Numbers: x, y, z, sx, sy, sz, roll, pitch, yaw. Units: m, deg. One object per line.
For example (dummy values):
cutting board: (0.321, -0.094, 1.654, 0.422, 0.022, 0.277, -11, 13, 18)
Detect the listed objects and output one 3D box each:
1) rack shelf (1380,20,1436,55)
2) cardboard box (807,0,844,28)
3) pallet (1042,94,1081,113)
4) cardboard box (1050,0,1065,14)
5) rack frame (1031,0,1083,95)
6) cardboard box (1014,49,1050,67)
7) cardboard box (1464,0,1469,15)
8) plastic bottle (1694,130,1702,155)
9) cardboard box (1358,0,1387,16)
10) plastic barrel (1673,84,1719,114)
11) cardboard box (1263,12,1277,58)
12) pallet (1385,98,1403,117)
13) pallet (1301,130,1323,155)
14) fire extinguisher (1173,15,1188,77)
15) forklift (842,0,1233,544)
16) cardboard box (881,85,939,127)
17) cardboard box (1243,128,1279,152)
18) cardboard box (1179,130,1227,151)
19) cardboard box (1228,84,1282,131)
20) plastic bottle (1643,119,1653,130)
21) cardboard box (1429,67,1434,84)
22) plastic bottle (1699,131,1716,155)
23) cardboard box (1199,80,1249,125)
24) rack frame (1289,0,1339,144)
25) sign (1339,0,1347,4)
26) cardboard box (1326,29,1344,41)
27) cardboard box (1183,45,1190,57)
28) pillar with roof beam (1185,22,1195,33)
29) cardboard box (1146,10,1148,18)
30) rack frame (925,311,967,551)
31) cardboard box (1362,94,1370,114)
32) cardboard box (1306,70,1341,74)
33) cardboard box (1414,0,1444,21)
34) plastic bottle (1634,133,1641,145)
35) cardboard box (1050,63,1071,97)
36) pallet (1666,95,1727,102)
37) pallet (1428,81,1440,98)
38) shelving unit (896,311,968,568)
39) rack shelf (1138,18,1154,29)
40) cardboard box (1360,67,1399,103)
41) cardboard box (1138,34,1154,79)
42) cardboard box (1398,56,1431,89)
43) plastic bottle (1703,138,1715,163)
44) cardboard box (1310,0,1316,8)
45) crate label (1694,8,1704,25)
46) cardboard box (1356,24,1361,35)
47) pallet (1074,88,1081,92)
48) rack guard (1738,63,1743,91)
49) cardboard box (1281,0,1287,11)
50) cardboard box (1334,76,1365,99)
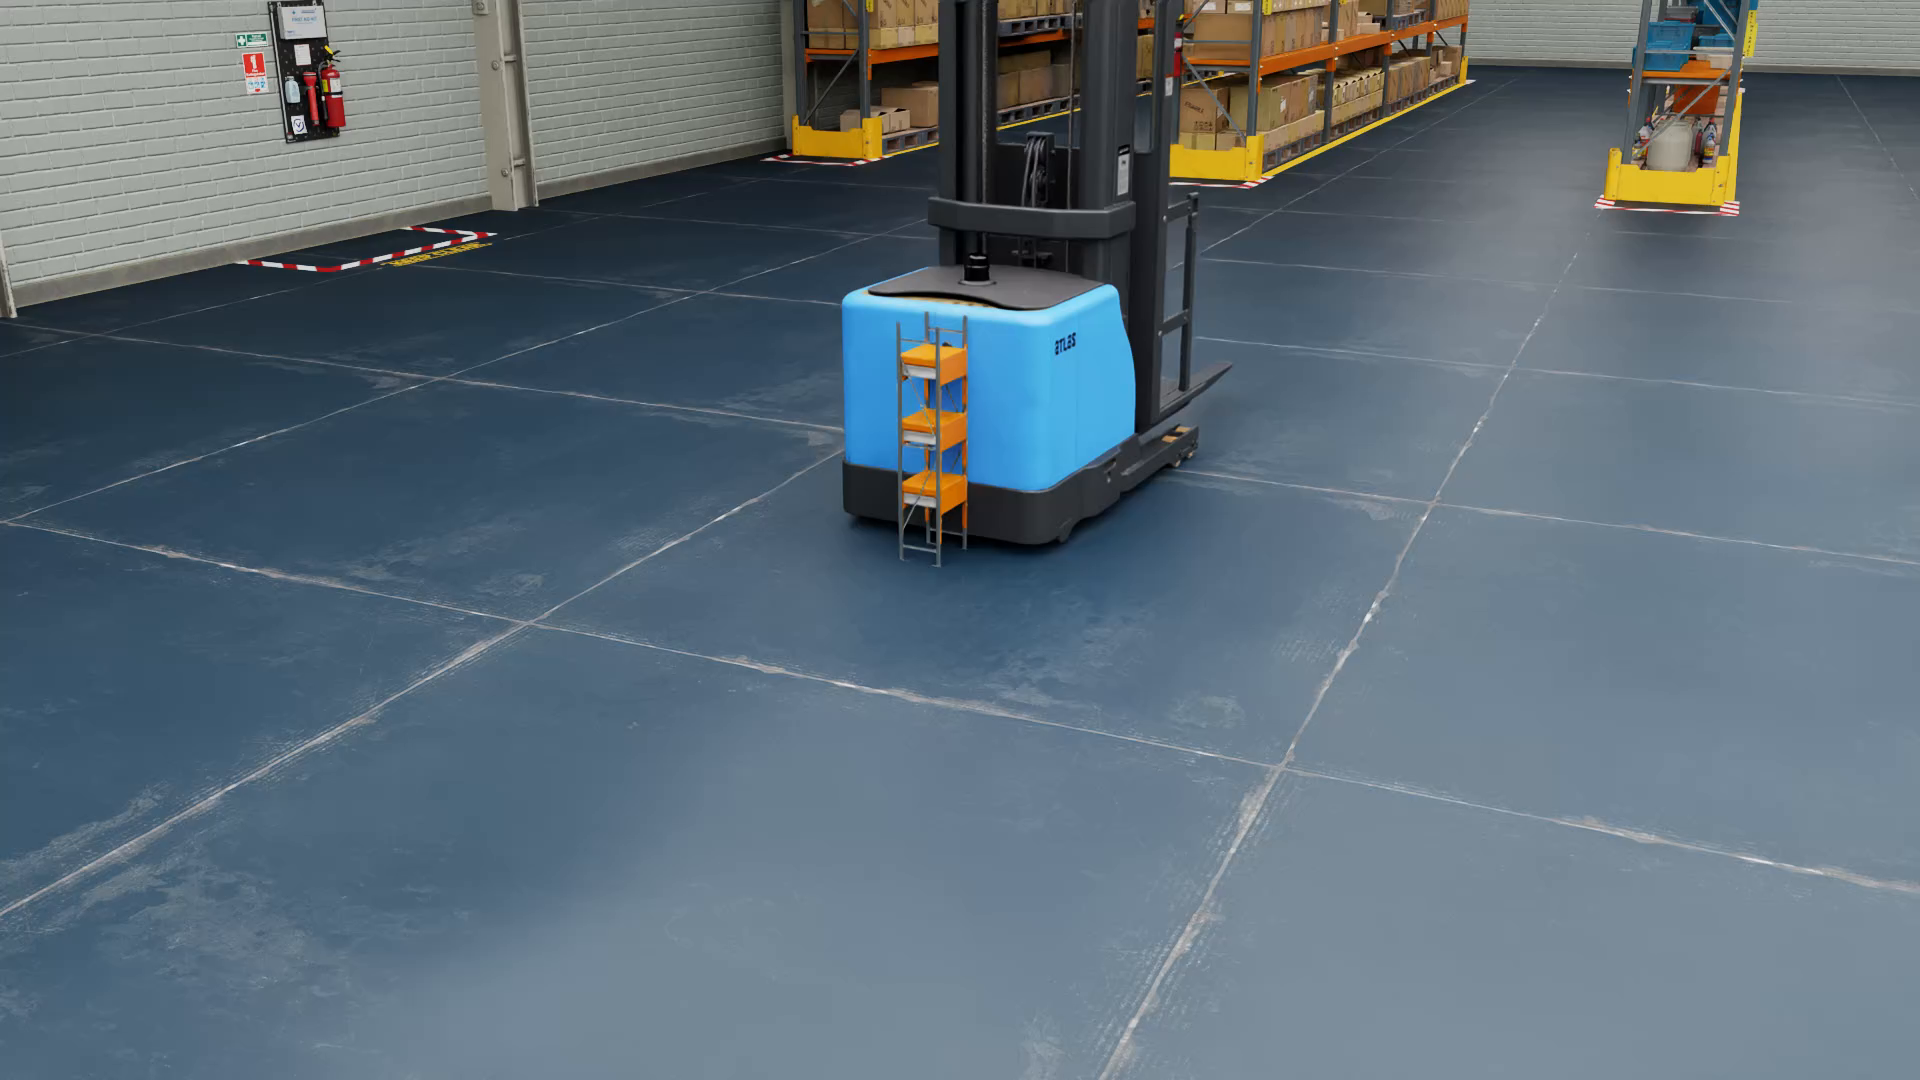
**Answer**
rack shelf: (7.008, -8.364, 27.584, 1.077, 0.370, 4.000, 9, 21, 23)
cardboard box: (-1.608, -6.790, 21.159, 0.500, 0.500, 0.500, 8, 21, 22)
pallet: (1.347, -7.217, 27.448, 1.003, 0.211, 1.213, 9, 21, 23)
cardboard box: (1.281, -8.705, 26.663, 0.700, 0.500, 0.500, 6, 21, 18)
rack frame: (1.668, -8.770, 27.652, 1.000, 3.000, 0.127, 9, 21, 23)
cardboard box: (1.131, -7.760, 26.767, 0.500, 0.250, 0.500, 9, 21, 24)
cardboard box: (9.530, -10.410, 32.114, 0.500, 0.500, 0.500, 9, 22, 24)
plastic bottle: (8.690, -4.687, 19.568, 0.061, 0.283, 0.133, 9, 21, 23)
cardboard box: (6.344, -8.544, 26.242, 0.700, 0.500, 0.500, 2, 20, 4)
plastic barrel: (10.892, -6.738, 24.550, 0.600, 0.830, 0.708, 9, 21, 23)
cardboard box: (3.327, -5.995, 19.700, 0.700, 0.500, 0.500, 9, 22, 24)
pallet: (6.529, -7.001, 26.838, 1.003, 0.211, 1.213, 9, 21, 23)
pallet: (4.187, -5.317, 22.105, 1.003, 0.211, 1.213, 9, 21, 23)
fire extinguisher: (2.441, -5.637, 18.958, 0.296, 0.674, 0.183, 9, 21, 23)
forklift: (0.594, -1.811, 8.188, 1.130, 2.935, 3.031, 10, 22, 26)
cardboard box: (-0.663, -5.945, 22.782, 0.700, 0.500, 0.500, 7, 21, 19)
cardboard box: (3.537, -4.835, 20.064, 0.500, 0.250, 0.500, 9, 21, 23)
cardboard box: (2.863, -4.753, 19.833, 0.500, 0.250, 0.500, 9, 21, 23)
cardboard box: (3.539, -5.188, 19.938, 0.500, 0.500, 0.500, 9, 21, 23)
plastic bottle: (8.282, -4.899, 20.066, 0.144, 0.351, 0.185, 8, 21, 20)
cardboard box: (8.196, -8.353, 29.836, 0.500, 0.311, 0.500, 9, 21, 23)
plastic bottle: (8.787, -4.669, 19.529, 0.152, 0.276, 0.135, 9, 21, 24)
cardboard box: (3.258, -5.414, 20.573, 0.500, 0.500, 0.500, 9, 21, 23)
rack frame: (4.551, -6.869, 22.306, 1.000, 3.000, 0.127, 9, 21, 23)
sign: (5.058, -7.238, 21.935, 0.100, 0.325, 0.005, 9, 21, 23)
cardboard box: (5.101, -6.993, 23.031, 0.380, 0.149, 0.250, 9, 21, 23)
cardboard box: (4.127, -9.537, 32.913, 0.700, 0.500, 0.500, 9, 22, 24)
pillar with roof beam: (9.188, -14.395, 34.517, 9.100, 9.000, 0.400, 9, 21, 23)
cardboard box: (3.197, -9.588, 30.298, 0.380, 0.149, 0.250, 9, 22, 24)
rack frame: (-0.059, -0.462, 7.202, 0.200, 1.050, 0.008, 10, 22, 26)
cardboard box: (5.780, -6.488, 24.712, 0.500, 0.250, 0.500, 9, 22, 24)
cardboard box: (5.499, -6.976, 25.249, 0.500, 0.311, 0.500, 8, 21, 21)
cardboard box: (8.285, -9.480, 29.499, 0.500, 0.500, 0.500, 9, 22, 24)
plastic bottle: (7.814, -4.552, 19.190, 0.061, 0.283, 0.133, 9, 22, 24)
cardboard box: (1.421, -7.572, 27.358, 0.700, 0.500, 0.500, 9, 21, 23)
pallet: (11.991, -7.089, 27.088, 1.003, 0.211, 1.213, 9, 21, 23)
pallet: (8.109, -8.210, 30.240, 1.003, 0.211, 1.213, 9, 21, 23)
shelving unit: (-0.116, -0.426, 7.100, 0.215, 1.050, 0.252, 10, 22, 26)
rack shelf: (2.487, -9.042, 29.492, 1.077, 0.370, 4.000, 9, 21, 23)
cardboard box: (6.636, -7.221, 26.370, 0.500, 0.500, 0.500, 10, 22, 25)
cardboard box: (3.159, -8.961, 30.771, 0.750, 0.750, 0.750, 9, 21, 23)
cardboard box: (7.887, -8.153, 28.993, 0.500, 0.500, 0.500, 8, 21, 22)
plastic bottle: (8.458, -4.398, 18.775, 0.097, 0.271, 0.097, 0, 20, 0)
cardboard box: (4.321, -6.873, 21.200, 0.380, 0.149, 0.250, 9, 21, 23)
crate label: (10.053, -7.161, 23.074, 0.502, 0.435, 0.616, 9, 21, 23)
cardboard box: (5.718, -7.575, 24.668, 0.380, 0.149, 0.250, 10, 22, 27)
pallet: (2.060, -7.687, 28.768, 1.003, 0.211, 1.213, 9, 21, 23)
rack guard: (13.981, -8.687, 31.151, 1.175, 0.500, 0.348, 9, 21, 23)
cardboard box: (3.692, -6.405, 19.884, 0.380, 0.149, 0.250, 8, 21, 21)
cardboard box: (5.576, -6.597, 24.183, 0.500, 0.311, 0.500, 9, 22, 24)
